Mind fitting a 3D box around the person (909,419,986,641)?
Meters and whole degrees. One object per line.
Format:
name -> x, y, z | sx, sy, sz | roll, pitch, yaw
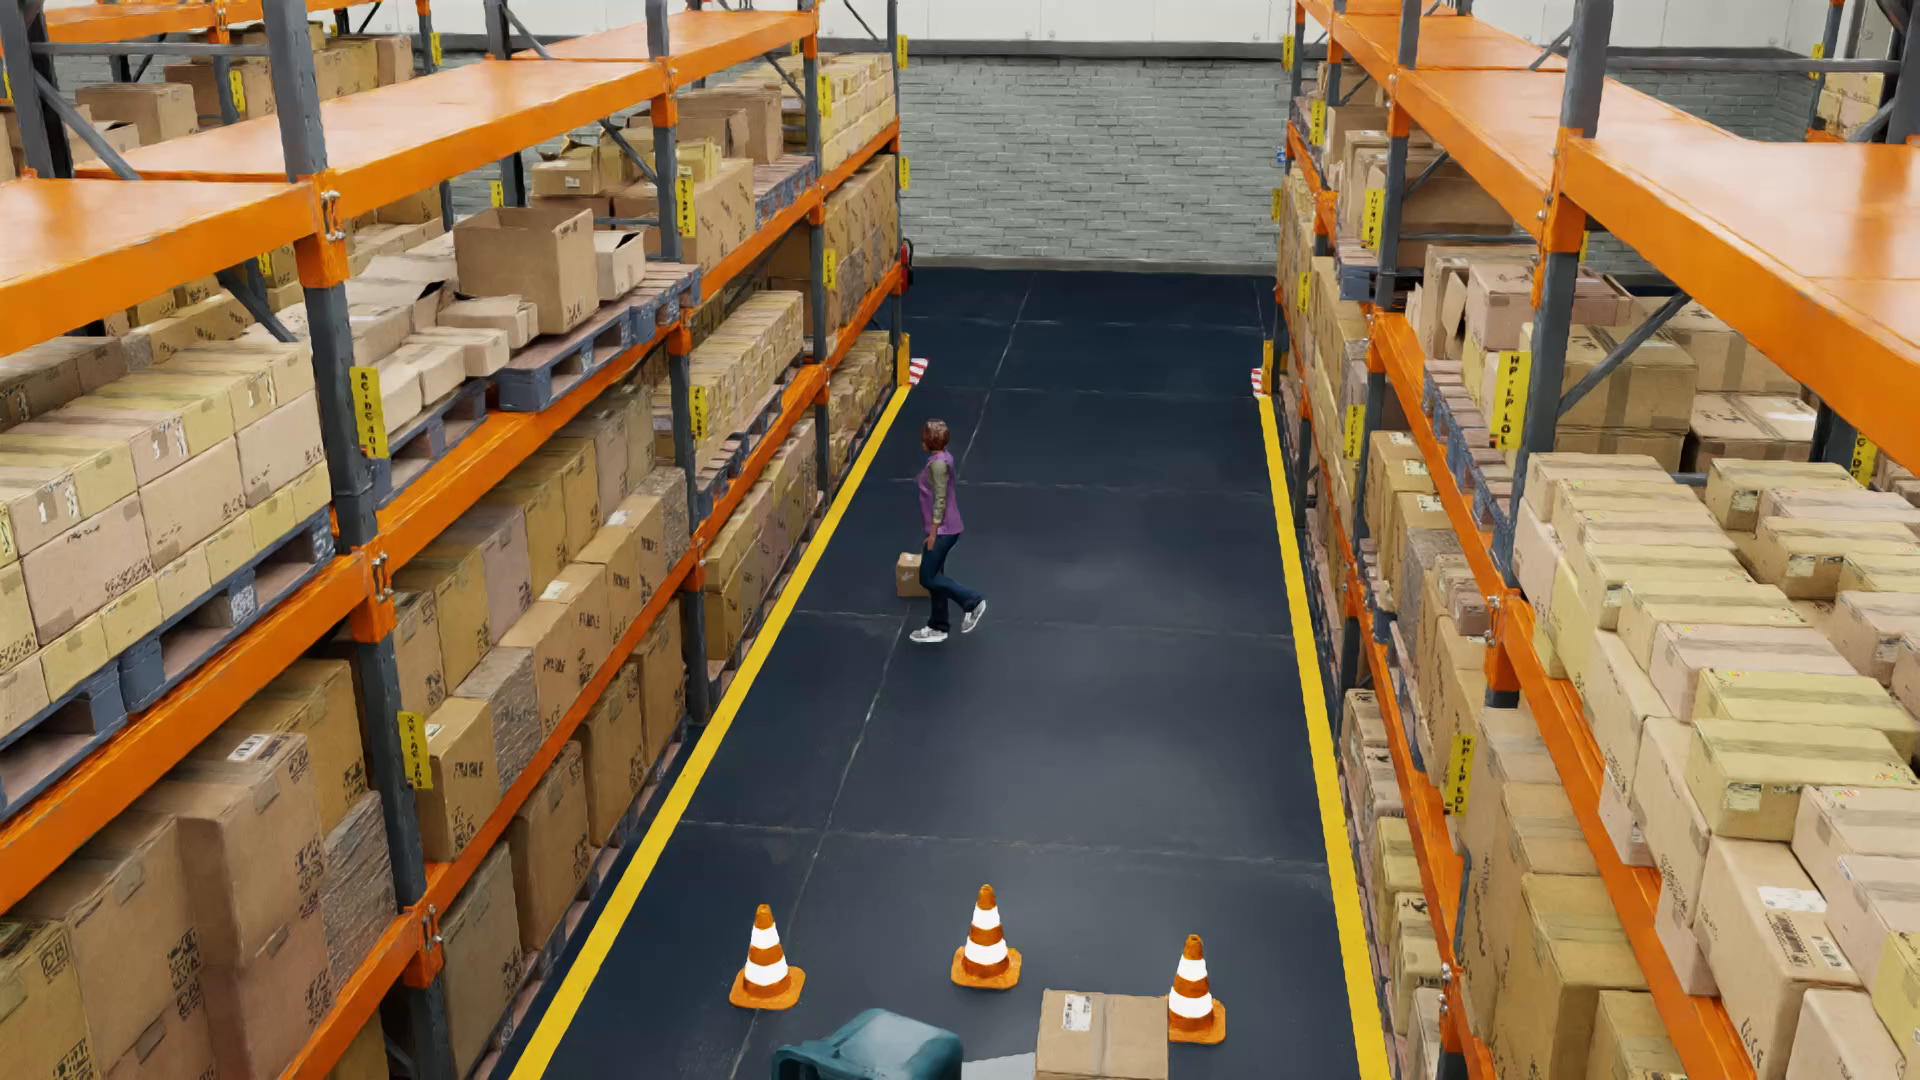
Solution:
person -> -0.093, -0.061, 11.651 | 0.545, 1.571, 0.463 | -1, 22, -2
